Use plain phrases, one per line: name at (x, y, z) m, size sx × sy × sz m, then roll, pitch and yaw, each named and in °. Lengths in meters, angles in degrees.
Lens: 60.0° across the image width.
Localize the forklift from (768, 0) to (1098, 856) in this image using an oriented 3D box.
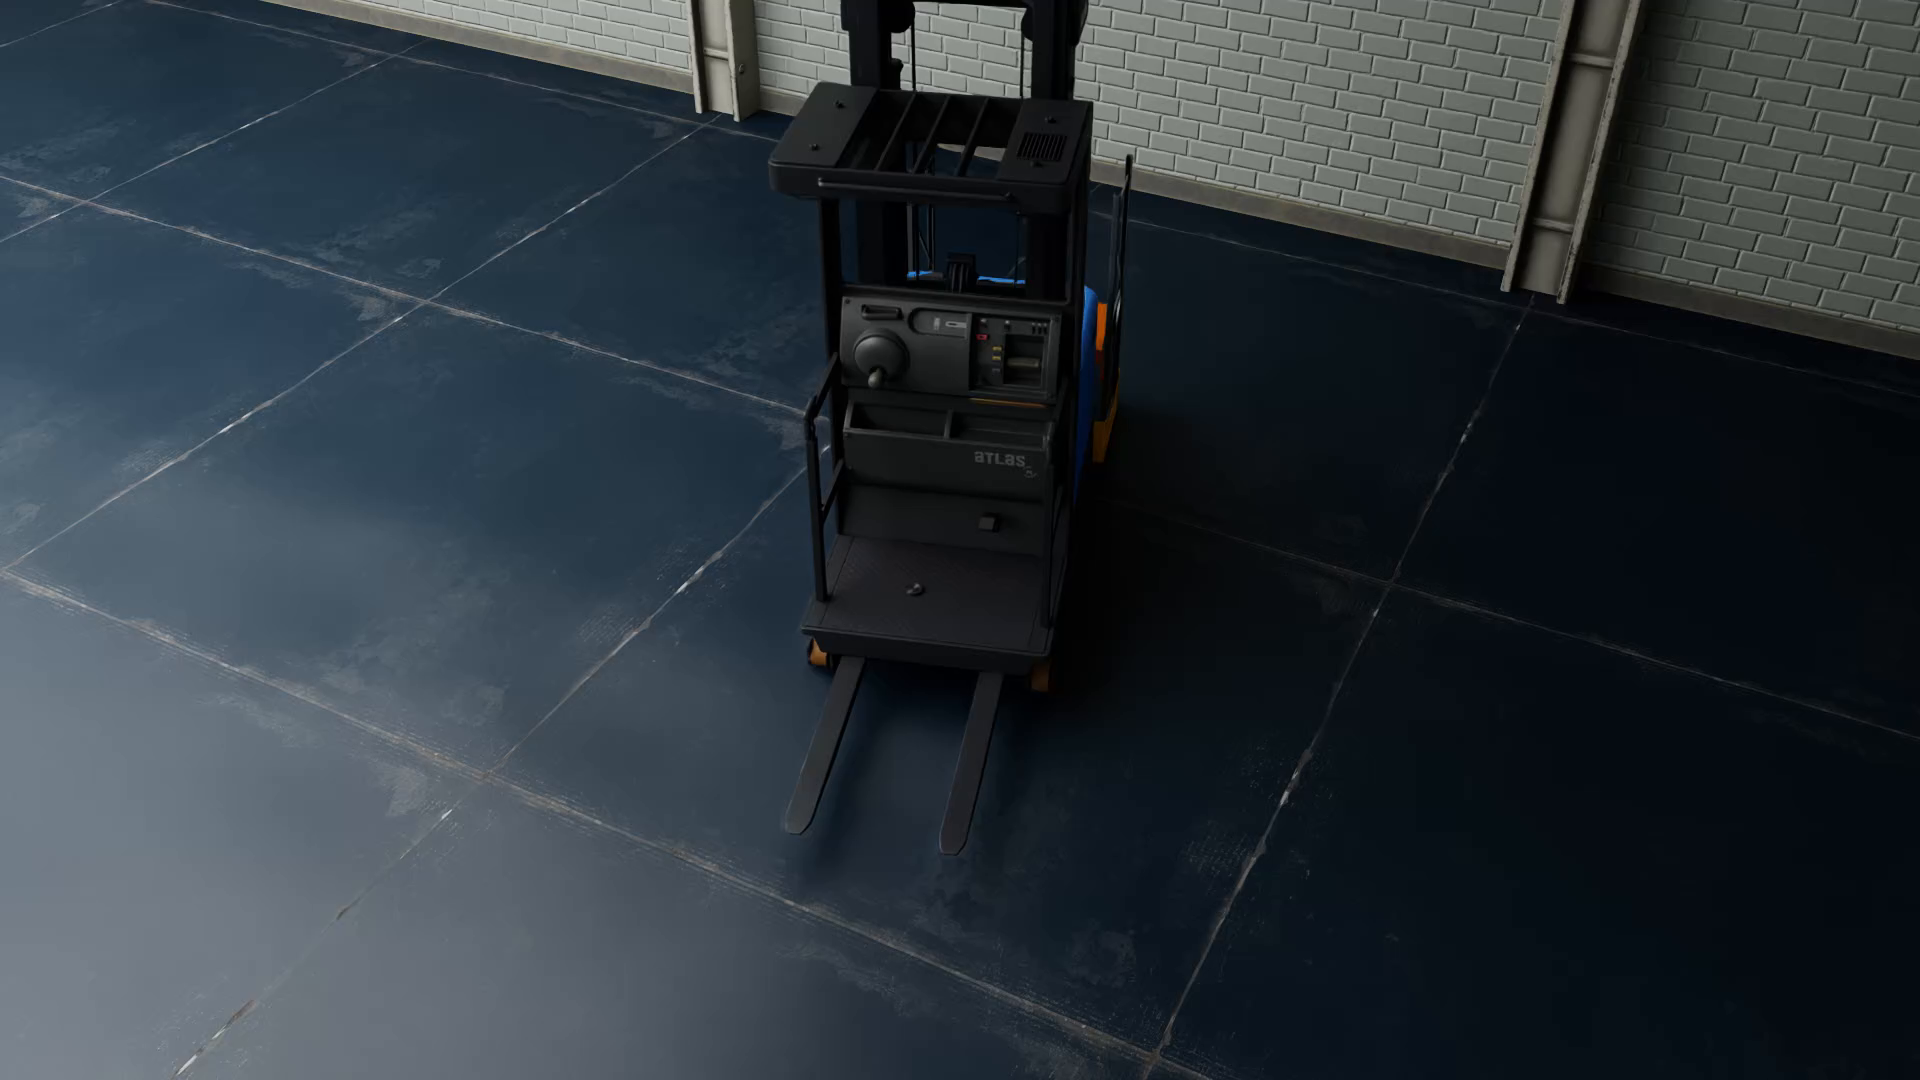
forklift at (-0.077, -0.731, 6.788) m, size 1.130 × 2.935 × 3.031 m, roll 6°, pitch 38°, yaw 8°

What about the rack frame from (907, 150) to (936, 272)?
rack frame at (-0.197, -1.309, 8.729) m, size 0.032 × 1.500 × 0.500 m, roll 7°, pitch 37°, yaw 10°

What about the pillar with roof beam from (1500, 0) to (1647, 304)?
pillar with roof beam at (1.609, -2.846, 4.556) m, size 0.400 × 9.000 × 9.100 m, roll 17°, pitch 41°, yaw 21°

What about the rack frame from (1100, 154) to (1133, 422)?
rack frame at (0.797, -1.181, 8.561) m, size 0.032 × 1.500 × 0.500 m, roll 7°, pitch 37°, yaw 10°

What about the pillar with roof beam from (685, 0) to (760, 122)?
pillar with roof beam at (-3.719, -4.514, 6.754) m, size 0.400 × 9.000 × 9.100 m, roll 17°, pitch 41°, yaw 21°

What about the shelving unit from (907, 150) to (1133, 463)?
shelving unit at (0.291, -1.246, 8.647) m, size 1.083 × 1.500 × 0.587 m, roll 7°, pitch 37°, yaw 10°

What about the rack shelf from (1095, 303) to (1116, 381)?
rack shelf at (0.299, -1.101, 8.753) m, size 1.000 × 0.185 × 0.538 m, roll 7°, pitch 37°, yaw 10°

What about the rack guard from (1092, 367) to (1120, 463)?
rack guard at (0.777, -0.682, 8.938) m, size 0.087 × 0.250 × 0.587 m, roll 7°, pitch 37°, yaw 10°
